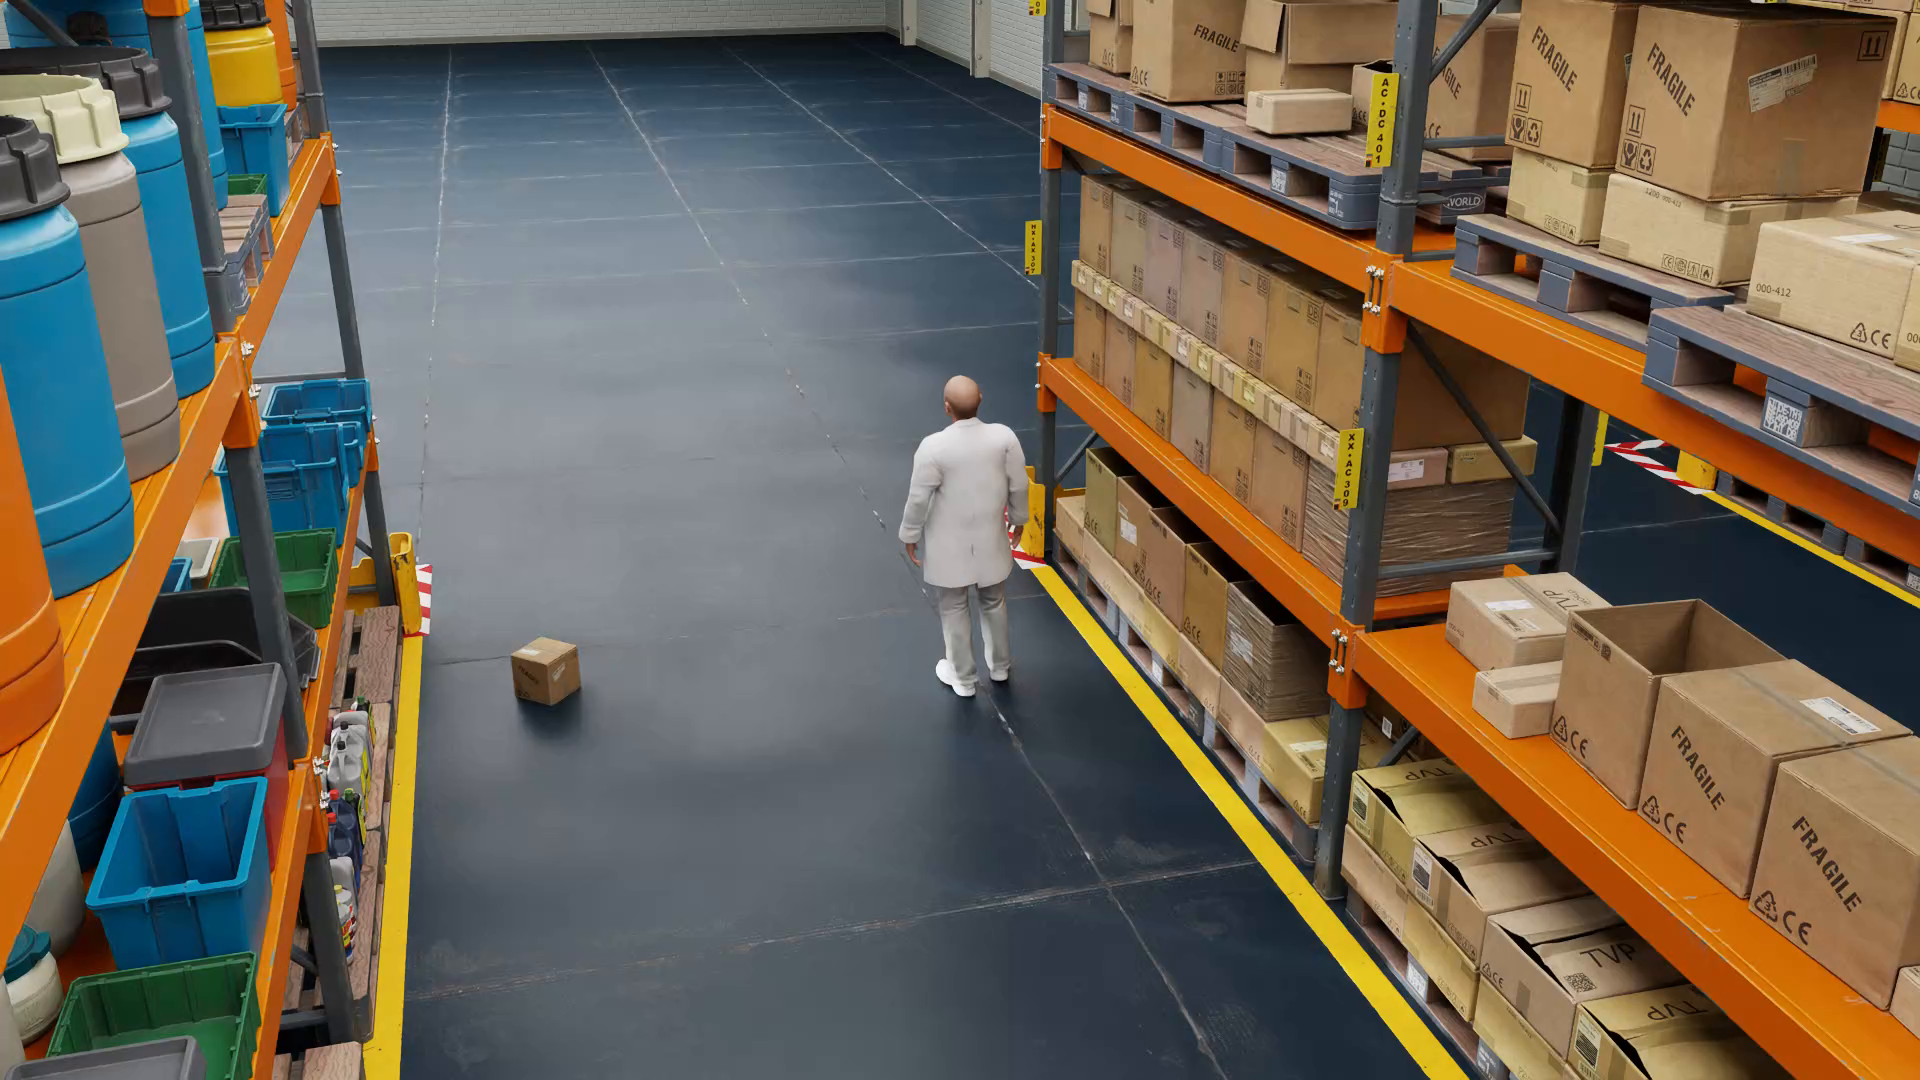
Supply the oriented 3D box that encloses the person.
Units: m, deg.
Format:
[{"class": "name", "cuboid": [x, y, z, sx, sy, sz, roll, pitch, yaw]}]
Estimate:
[{"class": "person", "cuboid": [0.004, -0.049, 8.708, 0.697, 1.778, 0.578, -6, 23, -14]}]
